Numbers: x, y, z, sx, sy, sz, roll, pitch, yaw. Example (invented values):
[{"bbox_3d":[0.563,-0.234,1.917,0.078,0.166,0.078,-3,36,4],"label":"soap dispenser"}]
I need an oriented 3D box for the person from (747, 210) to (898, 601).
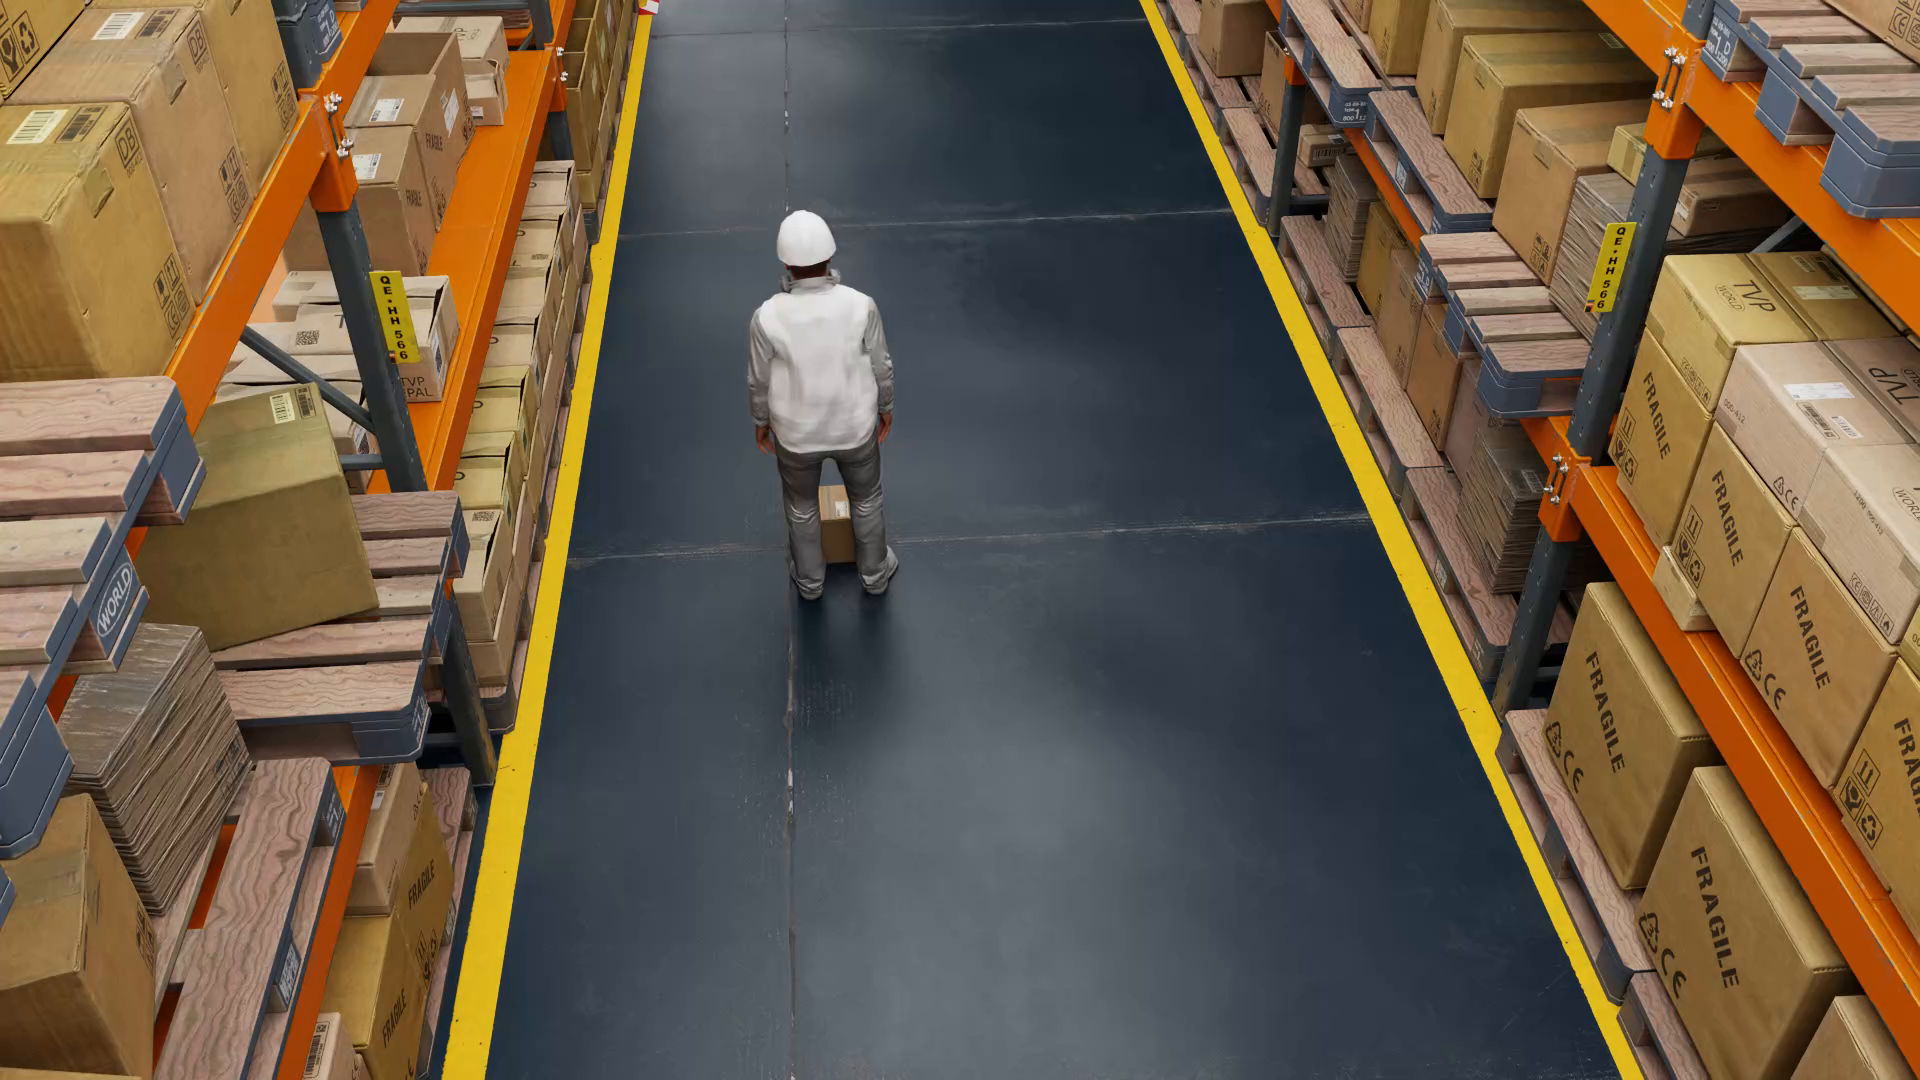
[{"bbox_3d":[-0.554,-0.496,6.750,0.589,1.770,0.464,-5,39,-7],"label":"person"}]
